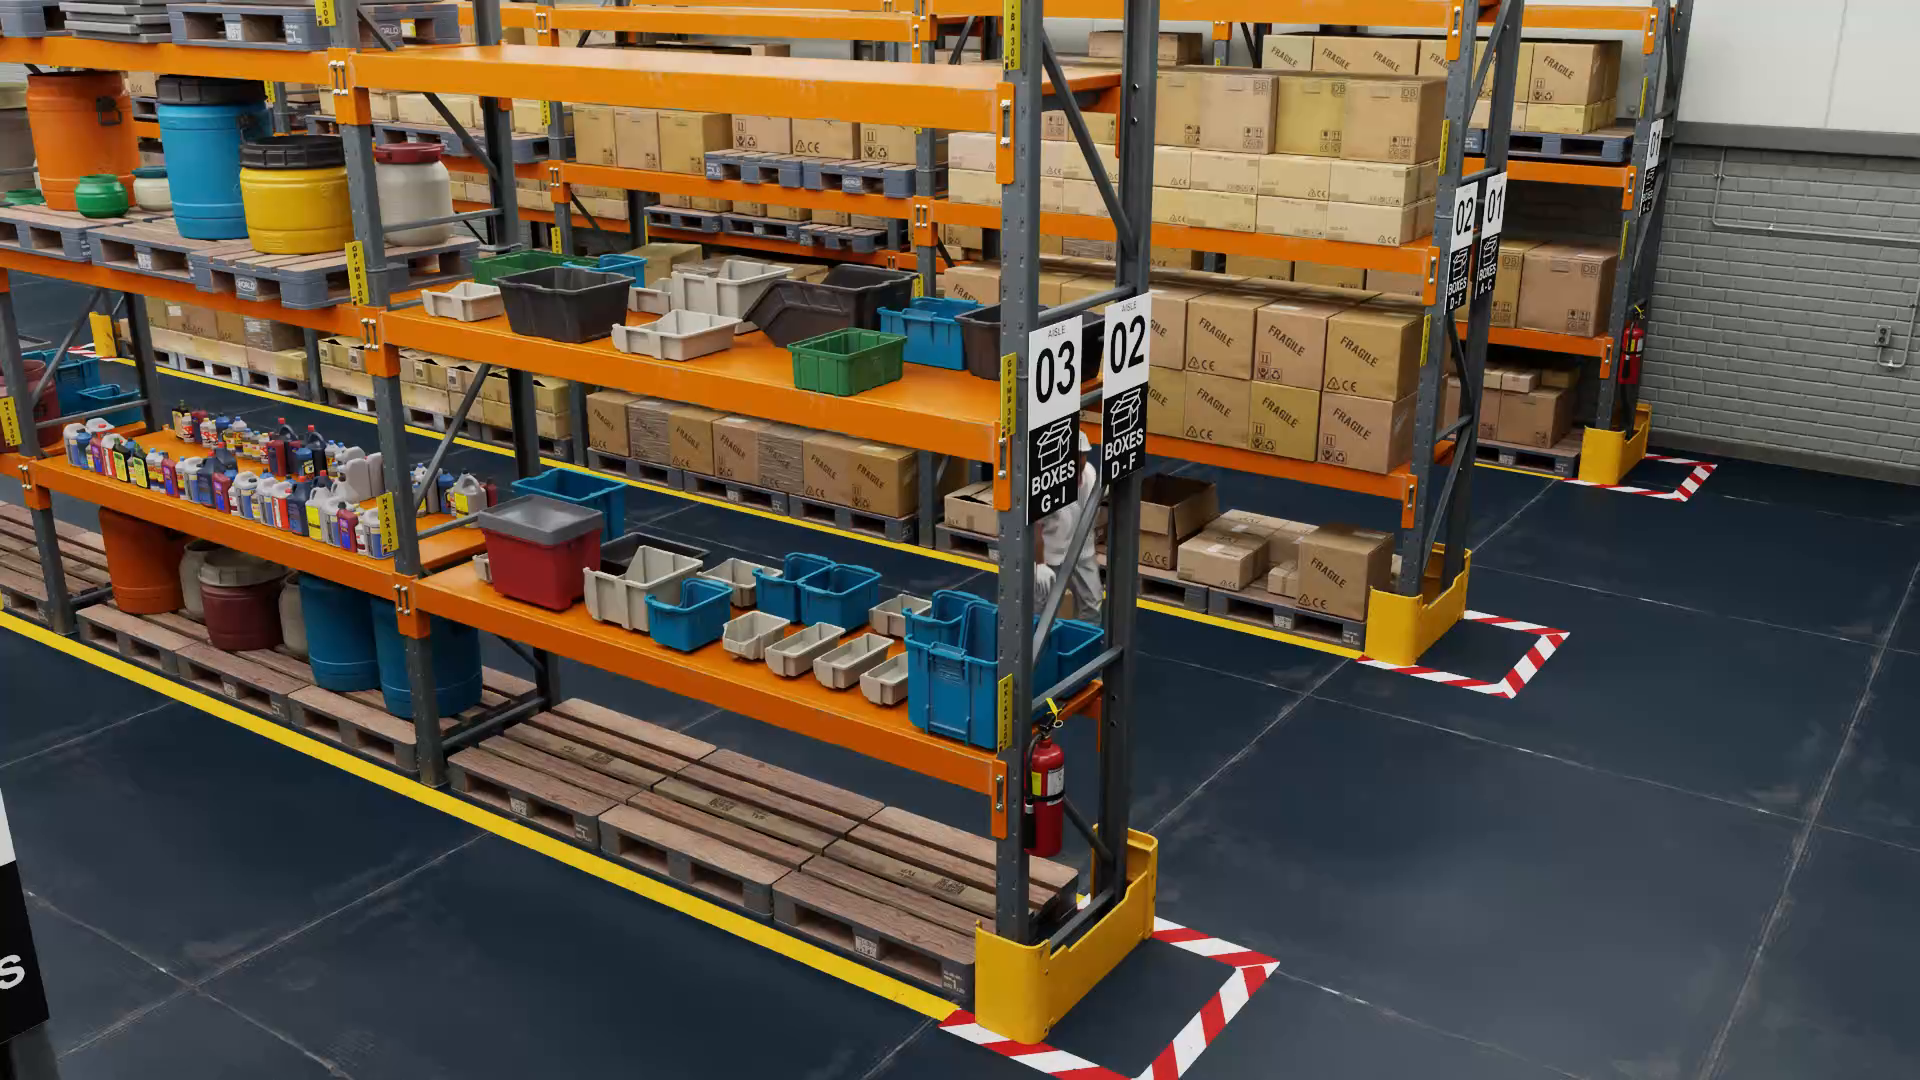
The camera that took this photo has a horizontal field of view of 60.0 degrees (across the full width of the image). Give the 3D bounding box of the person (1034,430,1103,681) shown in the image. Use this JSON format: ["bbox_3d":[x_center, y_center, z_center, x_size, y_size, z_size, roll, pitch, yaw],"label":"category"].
[{"bbox_3d":[0.688,0.126,10.698,0.592,1.778,0.795,-11,23,-29],"label":"person"}]
